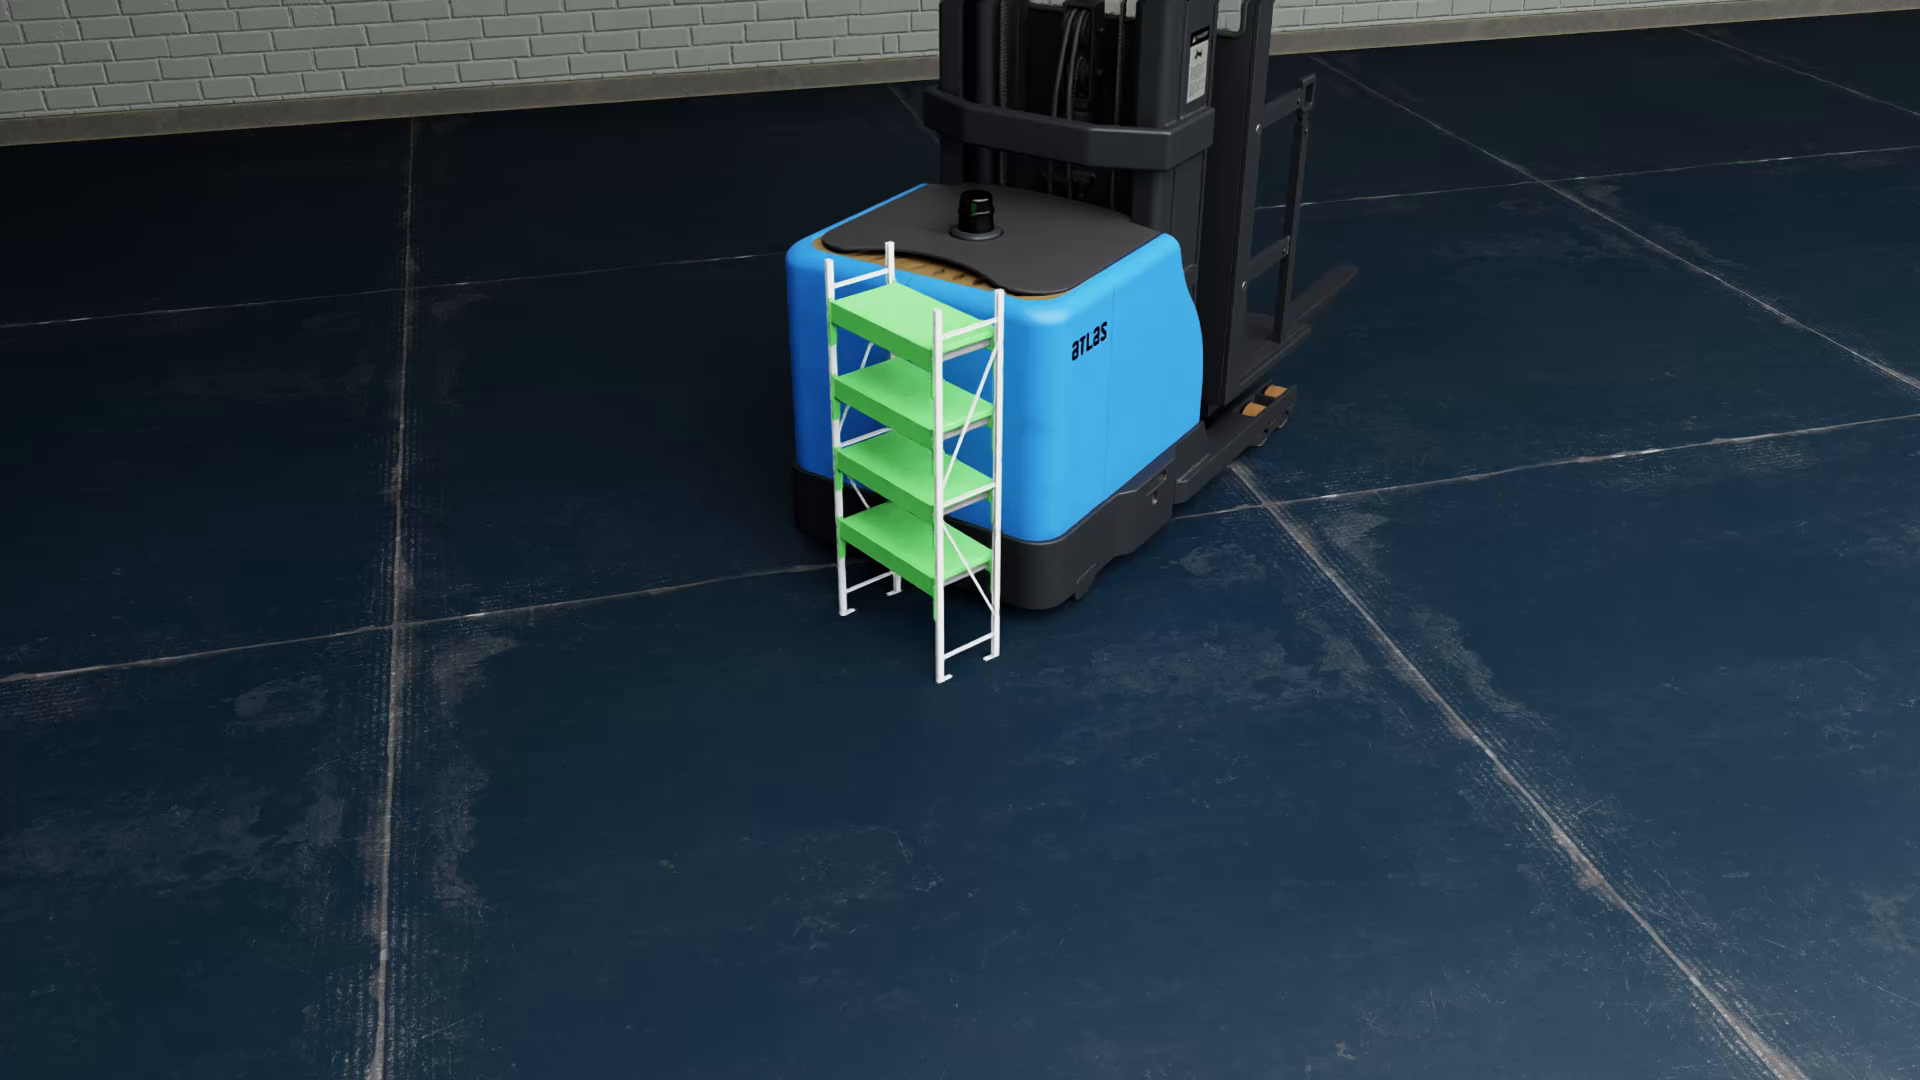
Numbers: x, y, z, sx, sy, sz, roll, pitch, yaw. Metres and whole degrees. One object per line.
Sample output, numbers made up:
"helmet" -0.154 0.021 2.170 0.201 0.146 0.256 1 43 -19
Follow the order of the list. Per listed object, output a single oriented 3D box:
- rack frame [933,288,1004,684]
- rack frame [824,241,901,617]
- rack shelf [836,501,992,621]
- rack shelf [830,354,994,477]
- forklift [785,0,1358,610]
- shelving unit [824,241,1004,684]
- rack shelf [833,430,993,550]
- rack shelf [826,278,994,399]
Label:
"rack frame" 0.024 -0.127 4.771 0.240 1.200 0.015 -23 37 -34
"rack frame" -0.290 -0.314 5.095 0.240 1.200 0.015 -23 37 -34
"rack shelf" -0.133 0.043 5.085 0.258 0.148 0.480 -23 37 -34
"rack shelf" -0.133 -0.373 4.845 0.258 0.148 0.480 -23 37 -34
"forklift" 0.662 -1.743 5.836 1.130 2.935 3.031 18 35 28
"shelving unit" -0.133 -0.220 4.933 0.258 1.200 0.503 -23 37 -34
"rack shelf" -0.133 -0.165 4.965 0.258 0.148 0.480 -23 37 -34
"rack shelf" -0.133 -0.581 4.725 0.258 0.148 0.480 -23 37 -34
